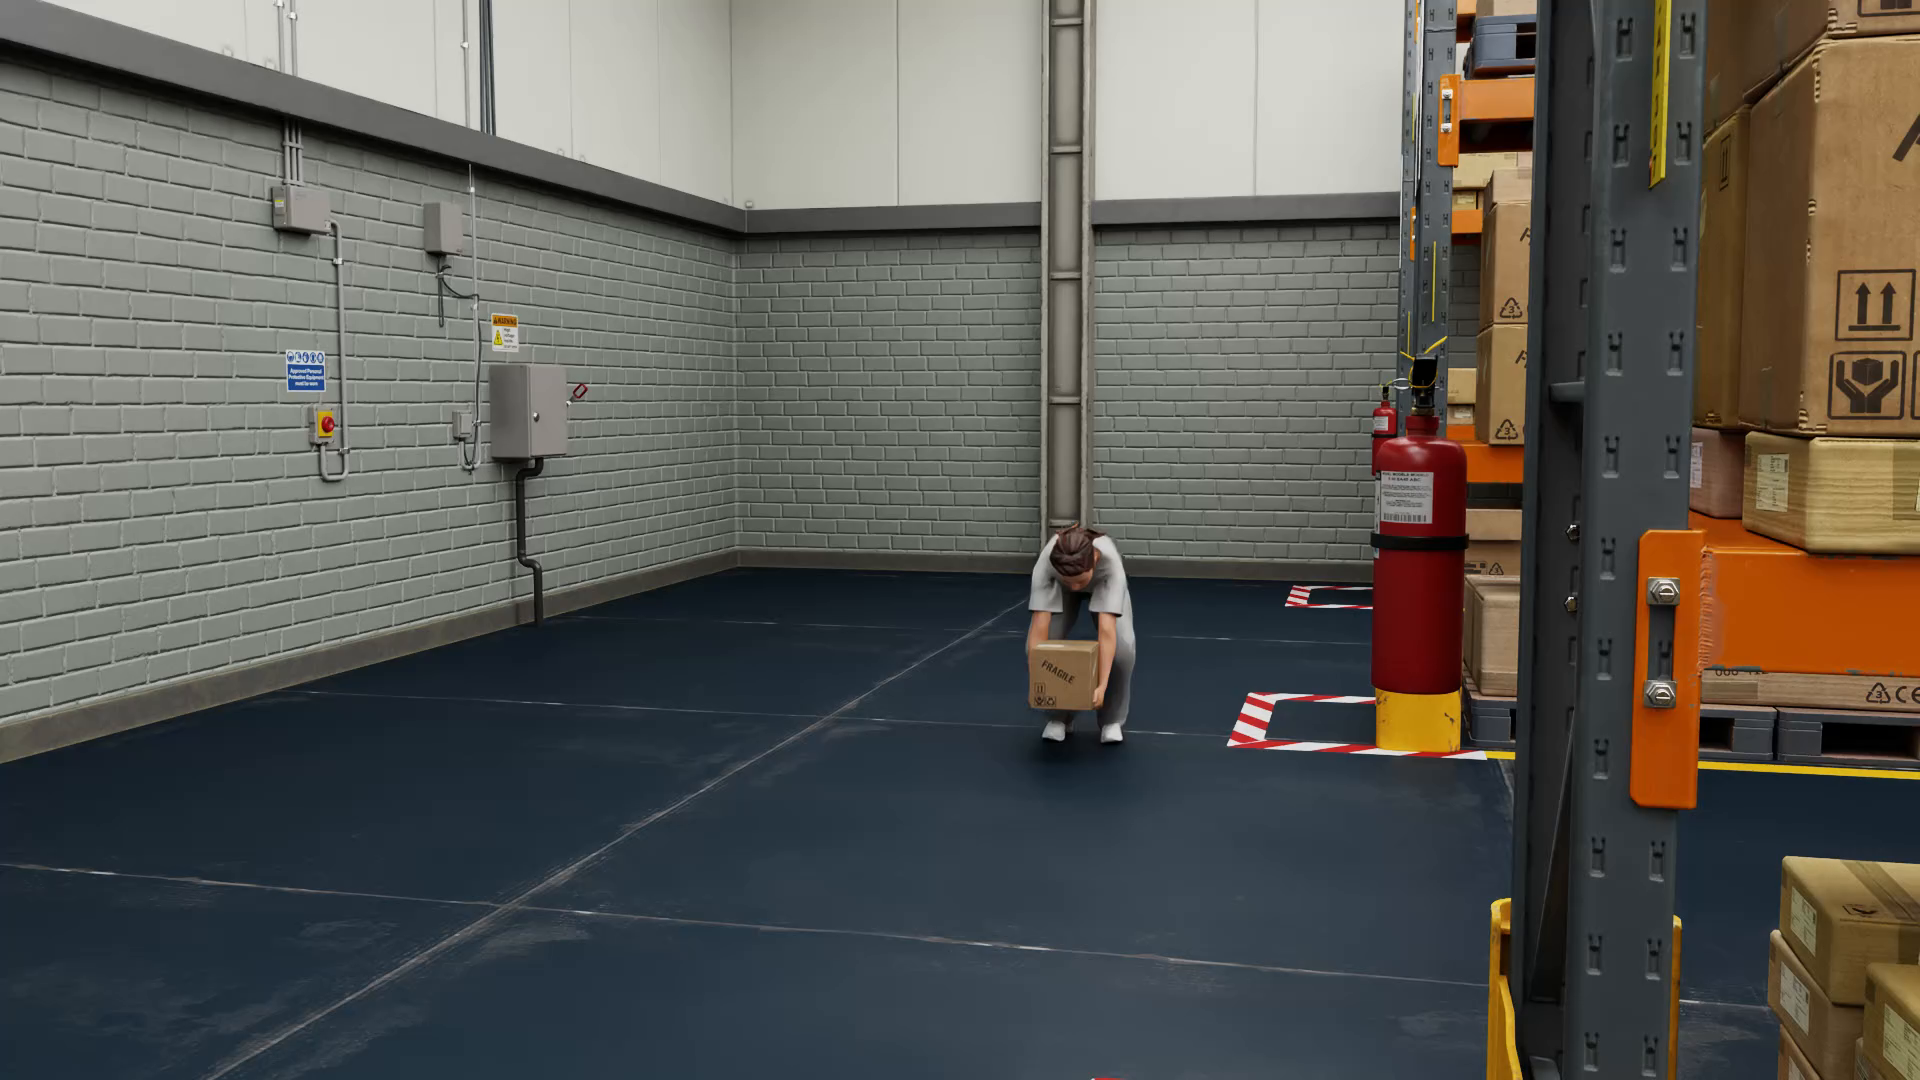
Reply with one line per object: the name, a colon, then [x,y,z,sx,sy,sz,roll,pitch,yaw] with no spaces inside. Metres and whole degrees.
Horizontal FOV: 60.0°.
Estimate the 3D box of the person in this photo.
person: [0.516,0.398,7.143,0.475,0.985,0.866,1,5,11]
